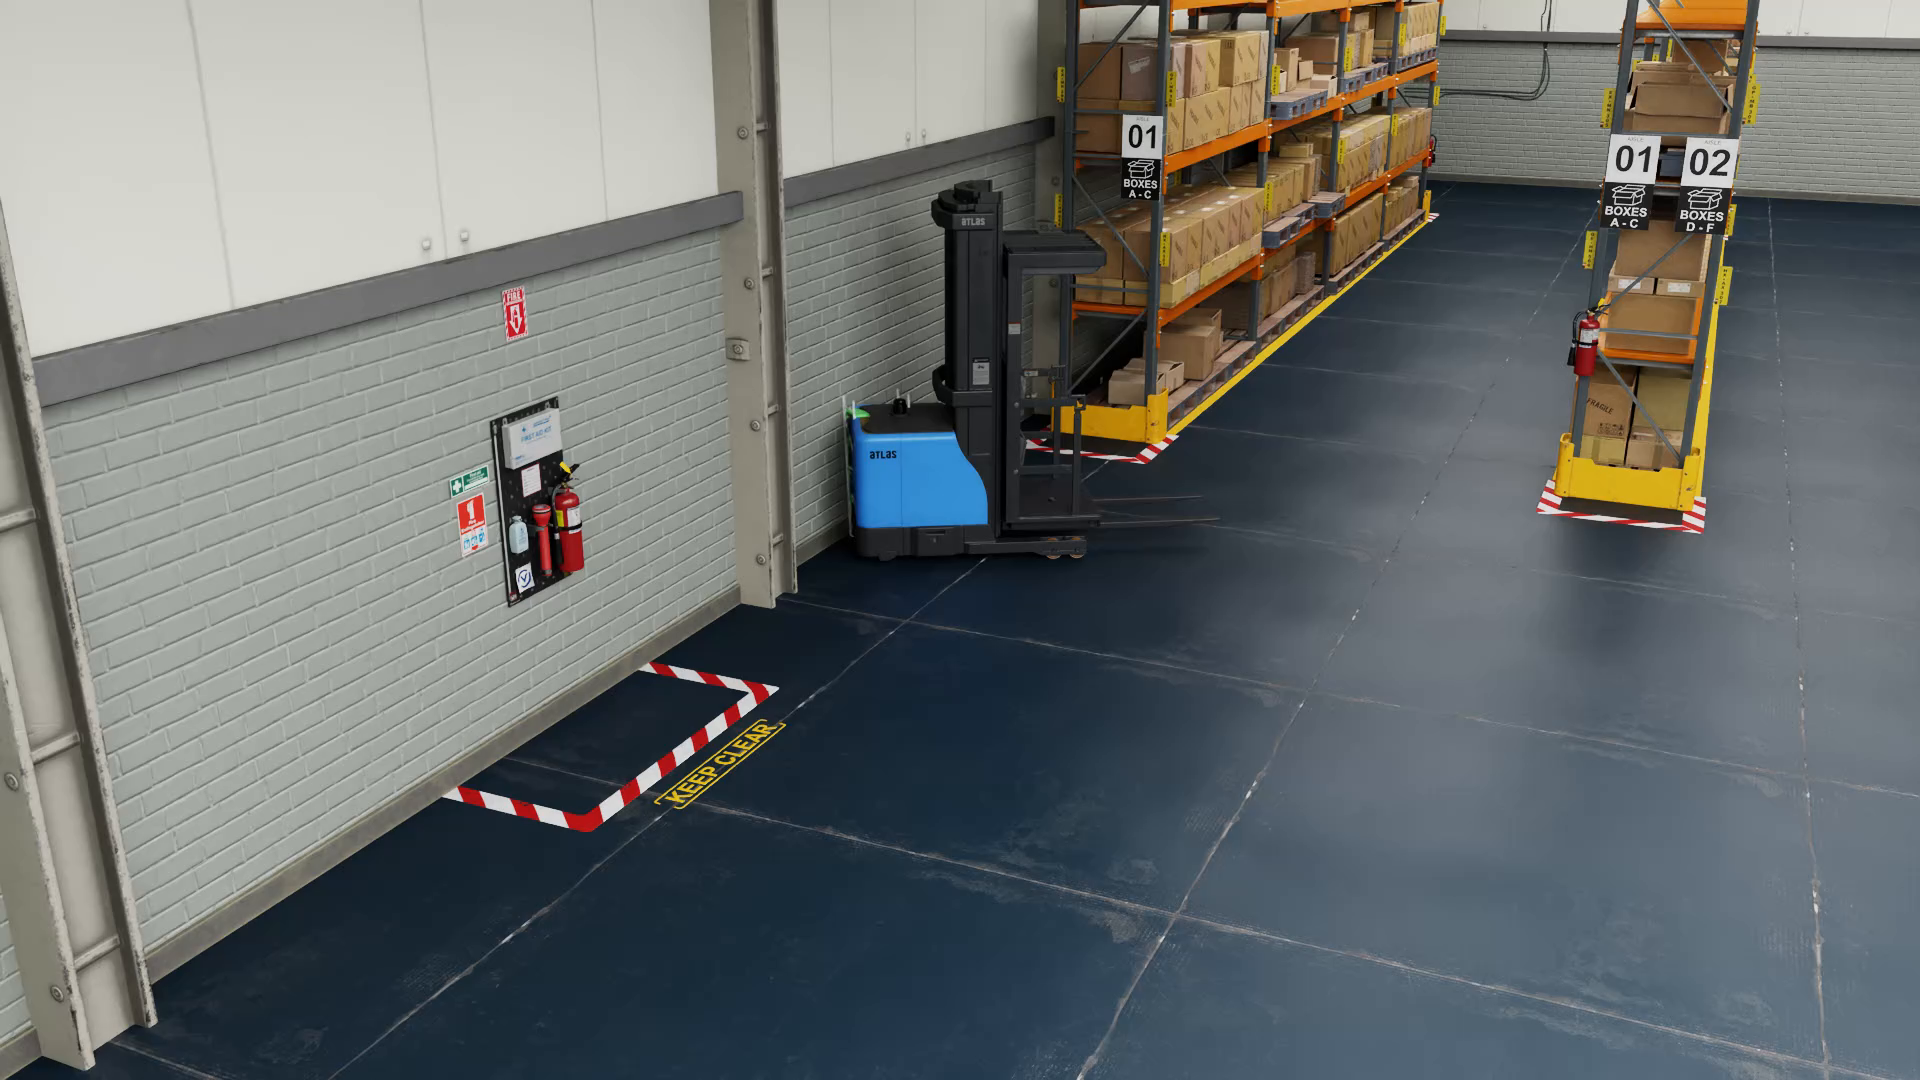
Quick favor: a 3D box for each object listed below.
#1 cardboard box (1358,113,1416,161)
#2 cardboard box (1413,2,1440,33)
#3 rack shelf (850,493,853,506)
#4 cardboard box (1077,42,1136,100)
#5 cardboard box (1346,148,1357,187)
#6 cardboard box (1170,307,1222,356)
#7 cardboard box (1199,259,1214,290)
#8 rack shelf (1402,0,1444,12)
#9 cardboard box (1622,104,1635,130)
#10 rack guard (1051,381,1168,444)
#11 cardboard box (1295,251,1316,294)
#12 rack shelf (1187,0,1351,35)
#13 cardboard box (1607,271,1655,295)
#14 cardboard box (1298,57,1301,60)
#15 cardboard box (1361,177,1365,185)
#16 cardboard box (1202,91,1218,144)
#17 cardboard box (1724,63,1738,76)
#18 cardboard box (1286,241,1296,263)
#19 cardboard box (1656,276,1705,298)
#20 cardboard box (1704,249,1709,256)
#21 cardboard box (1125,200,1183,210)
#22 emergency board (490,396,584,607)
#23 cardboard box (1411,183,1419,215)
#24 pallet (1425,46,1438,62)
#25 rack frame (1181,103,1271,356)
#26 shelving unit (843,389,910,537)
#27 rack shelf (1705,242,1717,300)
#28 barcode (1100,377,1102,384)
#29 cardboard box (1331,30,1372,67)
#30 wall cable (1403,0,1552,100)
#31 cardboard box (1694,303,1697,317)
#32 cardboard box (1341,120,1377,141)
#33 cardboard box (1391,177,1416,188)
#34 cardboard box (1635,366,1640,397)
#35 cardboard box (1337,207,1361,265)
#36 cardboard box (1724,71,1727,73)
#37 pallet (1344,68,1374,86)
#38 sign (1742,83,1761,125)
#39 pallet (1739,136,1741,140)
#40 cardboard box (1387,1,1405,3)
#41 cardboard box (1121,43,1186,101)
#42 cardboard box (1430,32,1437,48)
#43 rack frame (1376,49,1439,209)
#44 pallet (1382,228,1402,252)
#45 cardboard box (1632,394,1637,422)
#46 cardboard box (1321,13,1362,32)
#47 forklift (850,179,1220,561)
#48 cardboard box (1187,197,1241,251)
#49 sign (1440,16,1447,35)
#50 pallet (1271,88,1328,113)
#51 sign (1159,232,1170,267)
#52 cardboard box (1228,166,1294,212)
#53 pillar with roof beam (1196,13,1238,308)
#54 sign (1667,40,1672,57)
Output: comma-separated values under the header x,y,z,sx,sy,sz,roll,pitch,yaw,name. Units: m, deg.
x,y,z,sx,sy,sz,roll,pitch,yaw,name
7.229,-6.900,28.446,0.980,0.700,0.700,7,21,20,cardboard box
7.987,-9.051,28.795,0.500,0.500,0.500,8,21,23,cardboard box
-0.667,-0.332,14.001,0.480,0.148,0.258,-9,18,-24,rack shelf
1.424,-4.589,16.248,0.500,0.500,0.500,10,22,25,cardboard box
5.417,-5.395,24.038,0.500,0.500,0.500,9,22,24,cardboard box
2.735,-2.410,19.342,0.500,0.500,0.500,7,21,19,cardboard box
2.389,-2.840,17.673,0.500,0.250,0.500,8,21,22,cardboard box
7.219,-9.059,27.683,1.077,0.370,4.000,9,21,23,rack shelf
6.237,-3.796,15.079,0.500,0.250,0.500,9,21,23,cardboard box
1.517,-1.326,16.951,1.175,0.500,0.348,9,21,23,rack guard
4.514,-3.728,23.049,0.700,0.500,0.500,9,21,23,cardboard box
3.943,-6.614,20.806,1.077,0.370,4.000,9,21,23,rack shelf
5.989,-2.297,14.835,0.380,0.149,0.250,8,21,22,cardboard box
4.257,-6.207,22.290,0.500,0.500,0.500,9,21,23,cardboard box
5.959,-5.515,25.345,0.380,0.149,0.250,8,21,21,cardboard box
2.312,-4.337,17.030,0.500,0.500,0.500,10,22,25,cardboard box
9.430,-5.846,21.304,0.910,0.500,0.500,9,21,23,cardboard box
4.224,-3.916,22.458,0.500,0.250,0.500,9,21,24,cardboard box
6.364,-2.245,14.687,0.380,0.149,0.250,8,21,22,cardboard box
6.994,-2.715,16.008,0.380,0.149,0.250,9,21,23,cardboard box
2.114,-3.411,18.158,0.500,0.500,0.500,9,21,23,cardboard box
-2.521,-0.229,10.135,0.194,1.169,0.643,9,21,23,emergency board
7.842,-6.164,29.928,0.700,0.500,0.500,9,21,23,cardboard box
7.743,-8.515,29.090,1.003,0.211,1.213,9,21,23,pallet
3.124,-3.703,19.905,1.000,3.000,0.127,9,21,23,rack frame
-0.677,-0.623,13.914,0.503,1.200,0.258,-9,18,-24,shelving unit
8.463,-3.297,19.836,1.077,0.370,4.000,9,21,23,rack shelf
1.494,-1.685,17.572,0.001,0.075,0.075,9,21,23,barcode
5.770,-7.383,24.971,0.700,0.500,0.500,8,21,22,cardboard box
10.680,-10.415,34.458,3.097,2.526,0.112,9,21,23,wall cable
6.629,-2.302,15.816,0.700,0.500,0.500,9,21,23,cardboard box
6.015,-6.210,25.211,0.500,0.250,0.500,9,21,24,cardboard box
7.852,-6.327,29.418,0.380,0.149,0.250,9,22,24,cardboard box
6.557,-1.723,16.693,0.500,0.500,0.500,9,21,23,cardboard box
5.547,-4.585,24.965,0.750,0.750,0.750,8,21,22,cardboard box
9.148,-5.641,20.475,0.500,0.250,0.500,7,21,19,cardboard box
5.432,-6.797,24.408,1.003,0.211,1.213,10,22,25,pallet
6.510,-3.586,13.677,0.100,0.325,0.005,9,21,23,sign
6.818,-3.760,15.721,1.003,0.211,1.213,9,21,23,pallet
7.518,-9.122,28.995,0.500,0.500,0.500,8,21,21,cardboard box
1.865,-4.506,16.014,0.500,0.500,0.500,7,21,19,cardboard box
7.980,-8.699,28.923,0.500,0.250,0.500,9,22,24,cardboard box
8.038,-7.371,30.220,1.000,3.000,0.127,9,21,23,rack frame
6.782,-5.056,27.872,1.003,0.211,1.213,9,21,23,pallet
6.560,-1.369,16.818,0.500,0.250,0.500,9,21,23,cardboard box
5.707,-7.748,24.876,0.500,0.250,0.500,8,21,21,cardboard box
0.619,-1.403,13.539,3.031,2.935,1.130,-2,20,-6,forklift
2.797,-3.502,18.415,0.500,0.500,0.500,8,21,21,cardboard box
8.527,-9.086,29.361,0.100,0.325,0.005,9,21,23,sign
3.895,-5.519,20.816,1.213,0.211,1.003,9,21,23,pallet
1.981,-2.814,16.112,0.100,0.325,0.005,9,21,23,sign
3.840,-4.484,21.294,0.700,0.500,0.500,12,23,30,cardboard box
7.368,-6.883,19.893,9.100,9.000,0.400,9,21,23,pillar with roof beam
10.422,-7.199,24.487,0.100,0.325,0.005,9,21,23,sign
